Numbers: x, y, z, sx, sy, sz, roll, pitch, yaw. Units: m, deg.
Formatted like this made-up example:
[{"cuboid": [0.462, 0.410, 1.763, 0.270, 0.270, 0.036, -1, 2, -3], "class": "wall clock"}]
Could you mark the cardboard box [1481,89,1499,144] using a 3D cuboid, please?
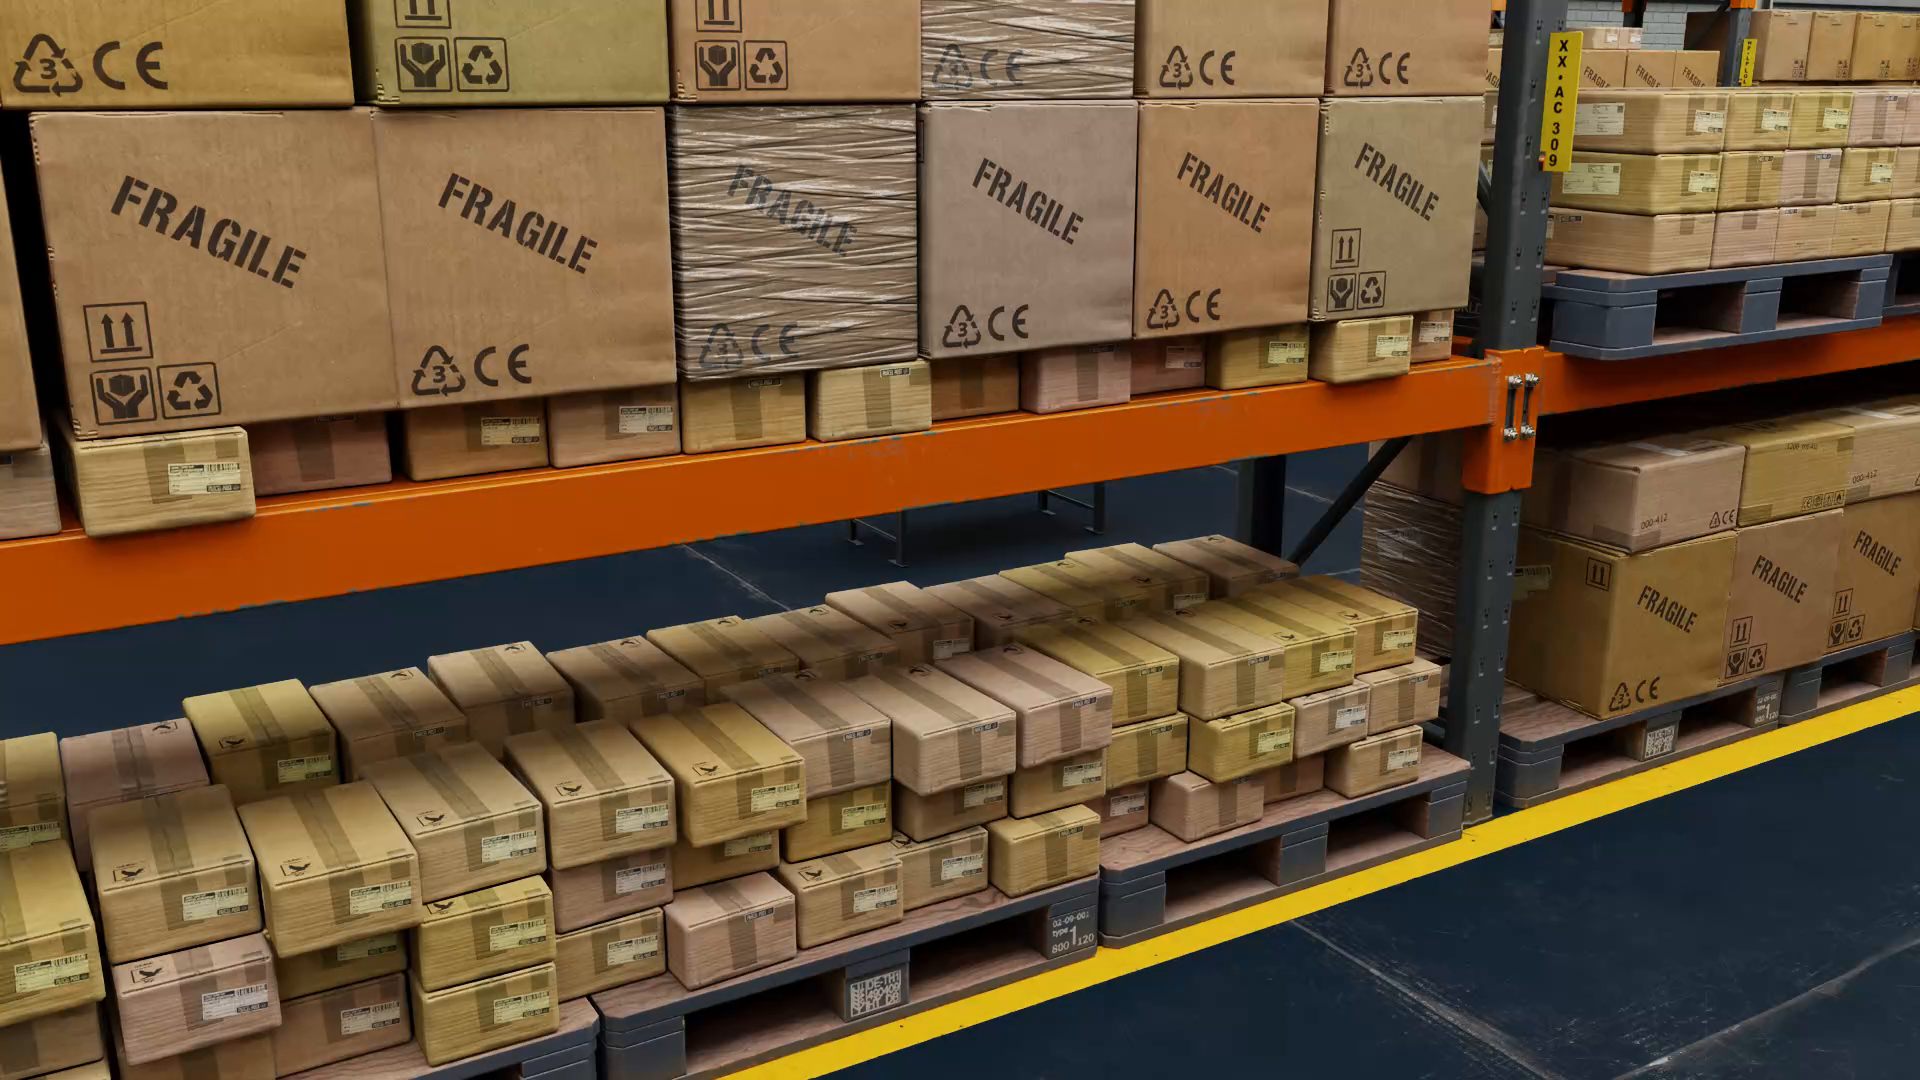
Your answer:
[{"cuboid": [1.413, -1.239, 4.859, 0.250, 0.149, 0.380, -8, 18, -27], "class": "cardboard box"}]

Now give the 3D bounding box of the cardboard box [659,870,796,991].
[{"cuboid": [-0.550, 0.784, 3.561, 0.250, 0.149, 0.380, -10, 19, -32], "class": "cardboard box"}]

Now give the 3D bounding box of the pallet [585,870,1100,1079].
[{"cuboid": [-0.435, 0.844, 4.007, 1.213, 0.211, 1.003, -9, 18, -30], "class": "pallet"}]

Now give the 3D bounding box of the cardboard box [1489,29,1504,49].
[{"cuboid": [3.928, -3.561, 11.841, 0.250, 0.149, 0.380, -8, 18, -27], "class": "cardboard box"}]

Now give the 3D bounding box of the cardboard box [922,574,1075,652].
[{"cuboid": [0.098, 0.226, 4.448, 0.250, 0.149, 0.380, -10, 18, -31], "class": "cardboard box"}]

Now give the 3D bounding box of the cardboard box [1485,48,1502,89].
[{"cuboid": [3.362, -3.010, 11.075, 0.500, 0.500, 0.500, -9, 18, -29], "class": "cardboard box"}]

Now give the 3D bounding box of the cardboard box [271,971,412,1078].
[{"cuboid": [-1.253, 0.866, 3.268, 0.250, 0.149, 0.380, -9, 18, -29], "class": "cardboard box"}]

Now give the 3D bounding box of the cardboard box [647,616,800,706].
[{"cuboid": [-0.585, 0.325, 4.096, 0.250, 0.149, 0.380, -9, 18, -29], "class": "cardboard box"}]

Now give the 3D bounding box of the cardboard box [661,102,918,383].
[{"cuboid": [-0.426, -0.622, 3.336, 0.500, 0.500, 0.500, -10, 18, -31], "class": "cardboard box"}]

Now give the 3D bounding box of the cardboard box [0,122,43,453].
[{"cuboid": [-1.732, -0.404, 2.559, 0.500, 0.500, 0.500, -8, 18, -27], "class": "cardboard box"}]

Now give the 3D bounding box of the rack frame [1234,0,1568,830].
[{"cuboid": [1.170, -0.771, 4.601, 0.127, 3.000, 1.000, -9, 18, -30], "class": "rack frame"}]

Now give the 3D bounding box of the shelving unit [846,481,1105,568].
[{"cuboid": [0.073, -0.734, 7.250, 1.048, 1.500, 0.538, -9, 18, -30], "class": "shelving unit"}]

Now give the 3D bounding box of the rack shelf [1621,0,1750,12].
[{"cuboid": [3.677, -3.834, 11.305, 4.000, 0.370, 1.077, -9, 18, -30], "class": "rack shelf"}]

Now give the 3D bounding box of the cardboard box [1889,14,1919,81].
[{"cuboid": [7.174, -3.921, 13.250, 0.500, 0.500, 0.700, -9, 18, -30], "class": "cardboard box"}]

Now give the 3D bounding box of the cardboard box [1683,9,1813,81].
[{"cuboid": [5.880, -3.698, 12.455, 0.500, 0.500, 0.700, -9, 18, -30], "class": "cardboard box"}]

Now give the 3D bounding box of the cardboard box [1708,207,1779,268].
[{"cuboid": [1.979, -0.840, 4.537, 0.250, 0.149, 0.380, -9, 18, -29], "class": "cardboard box"}]

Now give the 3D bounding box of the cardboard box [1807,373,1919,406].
[{"cuboid": [3.276, -0.391, 5.710, 0.500, 0.250, 0.500, -9, 18, -28], "class": "cardboard box"}]

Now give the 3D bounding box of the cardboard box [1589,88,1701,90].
[{"cuboid": [2.091, -1.349, 5.249, 0.250, 0.149, 0.380, -9, 18, -30], "class": "cardboard box"}]

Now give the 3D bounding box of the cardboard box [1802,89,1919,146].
[{"cuboid": [2.636, -1.232, 4.832, 0.250, 0.149, 0.380, -9, 18, -30], "class": "cardboard box"}]

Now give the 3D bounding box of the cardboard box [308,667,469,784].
[{"cuboid": [-1.279, 0.429, 3.724, 0.250, 0.149, 0.380, -10, 19, -32], "class": "cardboard box"}]

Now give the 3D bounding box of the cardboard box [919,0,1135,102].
[{"cuboid": [0.020, -1.175, 3.454, 0.500, 0.500, 0.500, -9, 18, -28], "class": "cardboard box"}]

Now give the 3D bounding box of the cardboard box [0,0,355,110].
[{"cuboid": [-1.308, -0.960, 2.688, 0.500, 0.500, 0.500, -9, 18, -28], "class": "cardboard box"}]

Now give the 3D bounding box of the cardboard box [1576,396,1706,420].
[{"cuboid": [2.126, -0.361, 5.603, 0.500, 0.250, 0.500, -8, 18, -27], "class": "cardboard box"}]

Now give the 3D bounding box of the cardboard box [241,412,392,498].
[{"cuboid": [-1.206, -0.201, 3.033, 0.250, 0.149, 0.380, -8, 18, -27], "class": "cardboard box"}]

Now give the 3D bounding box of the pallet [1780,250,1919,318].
[{"cuboid": [2.923, -0.950, 5.595, 1.213, 0.211, 1.003, -9, 18, -30], "class": "pallet"}]

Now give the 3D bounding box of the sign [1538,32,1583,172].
[{"cuboid": [1.456, -1.063, 4.041, 0.005, 0.325, 0.100, -9, 18, -30], "class": "sign"}]

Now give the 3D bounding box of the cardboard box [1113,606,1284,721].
[{"cuboid": [0.591, 0.304, 4.169, 0.250, 0.149, 0.380, -9, 18, -30], "class": "cardboard box"}]

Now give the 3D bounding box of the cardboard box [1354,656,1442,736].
[{"cuboid": [1.064, 0.374, 4.471, 0.250, 0.149, 0.380, -9, 18, -29], "class": "cardboard box"}]

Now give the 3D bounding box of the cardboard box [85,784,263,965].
[{"cuboid": [-1.460, 0.609, 3.081, 0.250, 0.149, 0.380, -9, 18, -29], "class": "cardboard box"}]

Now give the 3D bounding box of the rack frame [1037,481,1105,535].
[{"cuboid": [0.509, -0.805, 7.502, 0.032, 1.500, 0.500, -9, 18, -30], "class": "rack frame"}]

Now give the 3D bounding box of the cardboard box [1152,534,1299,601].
[{"cuboid": [0.768, 0.113, 4.849, 0.250, 0.149, 0.380, -8, 18, -27], "class": "cardboard box"}]

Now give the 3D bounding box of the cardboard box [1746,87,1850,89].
[{"cuboid": [2.761, -1.458, 5.639, 0.250, 0.149, 0.380, -10, 18, -30], "class": "cardboard box"}]

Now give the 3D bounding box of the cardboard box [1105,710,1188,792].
[{"cuboid": [0.352, 0.468, 4.136, 0.250, 0.149, 0.380, -9, 18, -29], "class": "cardboard box"}]

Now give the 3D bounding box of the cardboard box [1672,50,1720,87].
[{"cuboid": [5.114, -3.290, 12.075, 0.500, 0.500, 0.500, -10, 18, -31], "class": "cardboard box"}]

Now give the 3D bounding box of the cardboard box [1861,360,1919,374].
[{"cuboid": [3.448, -0.576, 6.371, 0.500, 0.250, 0.500, -9, 18, -30], "class": "cardboard box"}]

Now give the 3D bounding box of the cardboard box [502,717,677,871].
[{"cuboid": [-0.766, 0.514, 3.421, 0.250, 0.149, 0.380, -8, 18, -28], "class": "cardboard box"}]

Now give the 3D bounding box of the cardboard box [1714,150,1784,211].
[{"cuboid": [1.966, -0.980, 4.484, 0.250, 0.149, 0.380, -10, 18, -31], "class": "cardboard box"}]

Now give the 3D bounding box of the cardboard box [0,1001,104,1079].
[{"cuboid": [-1.678, 0.799, 2.954, 0.250, 0.149, 0.380, -8, 18, -27], "class": "cardboard box"}]

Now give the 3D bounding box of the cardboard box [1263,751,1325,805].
[{"cuboid": [0.743, 0.550, 4.394, 0.250, 0.149, 0.380, -9, 18, -28], "class": "cardboard box"}]

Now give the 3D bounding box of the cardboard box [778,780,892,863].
[{"cuboid": [-0.347, 0.568, 3.780, 0.250, 0.149, 0.380, -8, 18, -27], "class": "cardboard box"}]

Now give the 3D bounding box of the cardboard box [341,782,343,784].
[{"cuboid": [-1.226, 0.587, 3.711, 0.250, 0.149, 0.380, -9, 18, -30], "class": "cardboard box"}]

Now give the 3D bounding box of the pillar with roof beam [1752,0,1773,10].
[{"cuboid": [12.560, -7.556, 17.694, 0.400, 9.000, 9.100, -9, 18, -30], "class": "pillar with roof beam"}]

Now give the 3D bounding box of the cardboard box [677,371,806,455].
[{"cuboid": [-0.501, -0.291, 3.358, 0.250, 0.149, 0.380, -8, 18, -28], "class": "cardboard box"}]

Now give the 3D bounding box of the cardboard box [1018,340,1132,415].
[{"cuboid": [0.170, -0.397, 3.733, 0.250, 0.149, 0.380, -10, 19, -32], "class": "cardboard box"}]

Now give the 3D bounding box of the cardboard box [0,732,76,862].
[{"cuboid": [-1.936, 0.537, 3.337, 0.250, 0.149, 0.380, -9, 18, -29], "class": "cardboard box"}]

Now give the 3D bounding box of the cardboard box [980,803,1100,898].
[{"cuboid": [0.122, 0.677, 3.941, 0.250, 0.149, 0.380, -9, 18, -30], "class": "cardboard box"}]

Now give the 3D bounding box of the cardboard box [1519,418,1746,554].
[{"cuboid": [1.939, -0.172, 4.929, 0.500, 0.250, 0.500, -10, 19, -32], "class": "cardboard box"}]

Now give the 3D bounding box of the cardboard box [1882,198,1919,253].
[{"cuboid": [2.629, -0.944, 4.908, 0.250, 0.149, 0.380, -10, 19, -32], "class": "cardboard box"}]

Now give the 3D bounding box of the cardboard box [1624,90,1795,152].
[{"cuboid": [1.980, -1.127, 4.457, 0.250, 0.149, 0.380, -9, 18, -28], "class": "cardboard box"}]

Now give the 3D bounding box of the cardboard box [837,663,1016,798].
[{"cuboid": [-0.081, 0.421, 3.751, 0.250, 0.149, 0.380, -10, 18, -32], "class": "cardboard box"}]

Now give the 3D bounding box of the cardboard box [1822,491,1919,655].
[{"cuboid": [2.835, 0.040, 5.564, 0.500, 0.500, 0.500, -9, 18, -29], "class": "cardboard box"}]

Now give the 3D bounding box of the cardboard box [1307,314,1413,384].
[{"cuboid": [0.881, -0.495, 4.083, 0.250, 0.149, 0.380, -10, 18, -31], "class": "cardboard box"}]

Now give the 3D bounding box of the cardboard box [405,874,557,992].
[{"cuboid": [-0.974, 0.709, 3.275, 0.250, 0.149, 0.380, -9, 18, -28], "class": "cardboard box"}]

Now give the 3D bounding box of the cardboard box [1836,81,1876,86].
[{"cuboid": [6.768, -3.344, 13.045, 0.500, 0.500, 0.500, -9, 18, -30], "class": "cardboard box"}]

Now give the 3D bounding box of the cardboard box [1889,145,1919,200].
[{"cuboid": [2.639, -1.090, 4.878, 0.250, 0.149, 0.380, -8, 18, -27], "class": "cardboard box"}]

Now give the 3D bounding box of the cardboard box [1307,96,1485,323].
[{"cuboid": [0.901, -0.829, 4.075, 0.500, 0.500, 0.500, -9, 18, -30], "class": "cardboard box"}]
